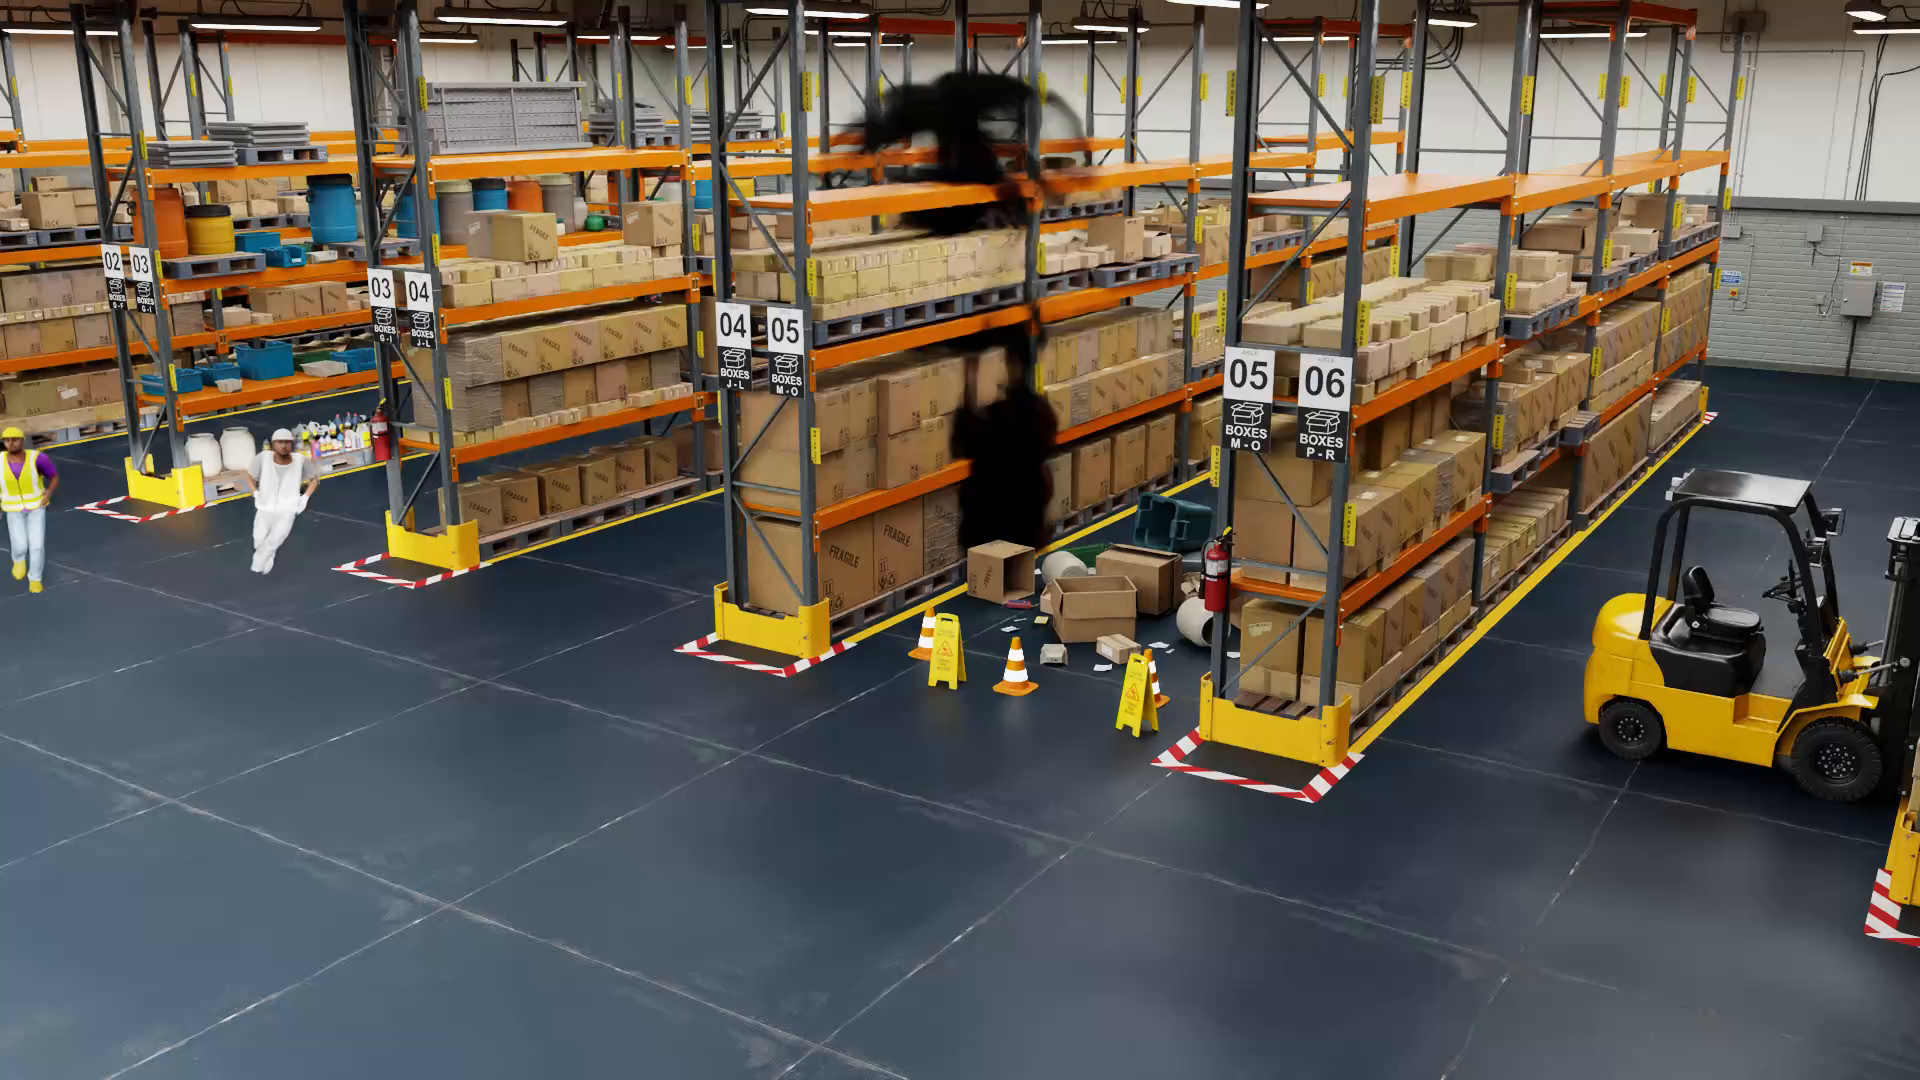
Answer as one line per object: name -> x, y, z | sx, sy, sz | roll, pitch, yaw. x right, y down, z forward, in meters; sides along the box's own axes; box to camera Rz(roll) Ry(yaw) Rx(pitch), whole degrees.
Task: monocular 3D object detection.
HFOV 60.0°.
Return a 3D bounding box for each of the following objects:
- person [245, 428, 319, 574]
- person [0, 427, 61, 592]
person -> -7.014, -0.373, 17.222 | 0.711, 1.627, 0.916 | -4, 16, -13
person -> -9.653, -0.328, 17.198 | 0.688, 1.733, 0.623 | -7, 17, -25
